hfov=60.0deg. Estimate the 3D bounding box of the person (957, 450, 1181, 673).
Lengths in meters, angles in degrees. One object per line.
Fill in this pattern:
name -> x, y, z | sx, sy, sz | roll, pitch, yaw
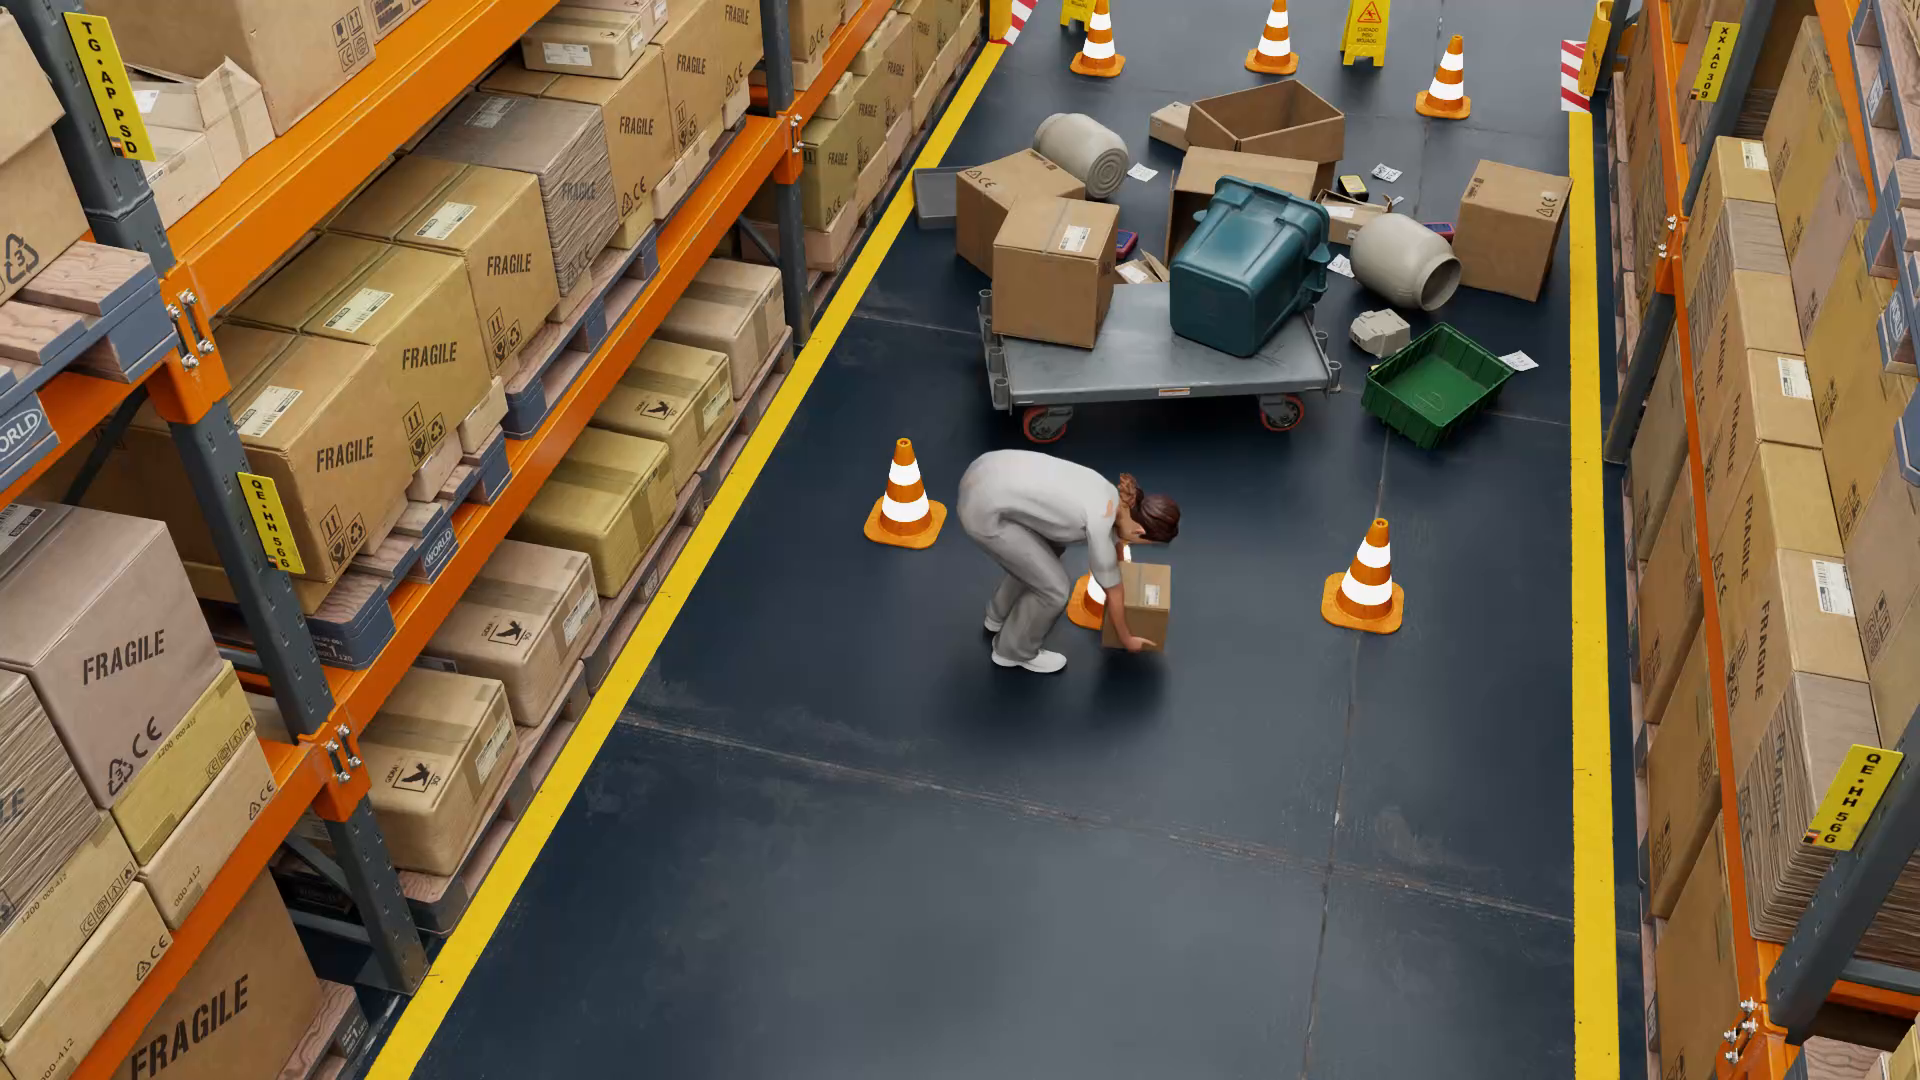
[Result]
person -> 0.420, 0.079, 6.602 | 0.860, 0.972, 0.448 | 2, 41, 2
